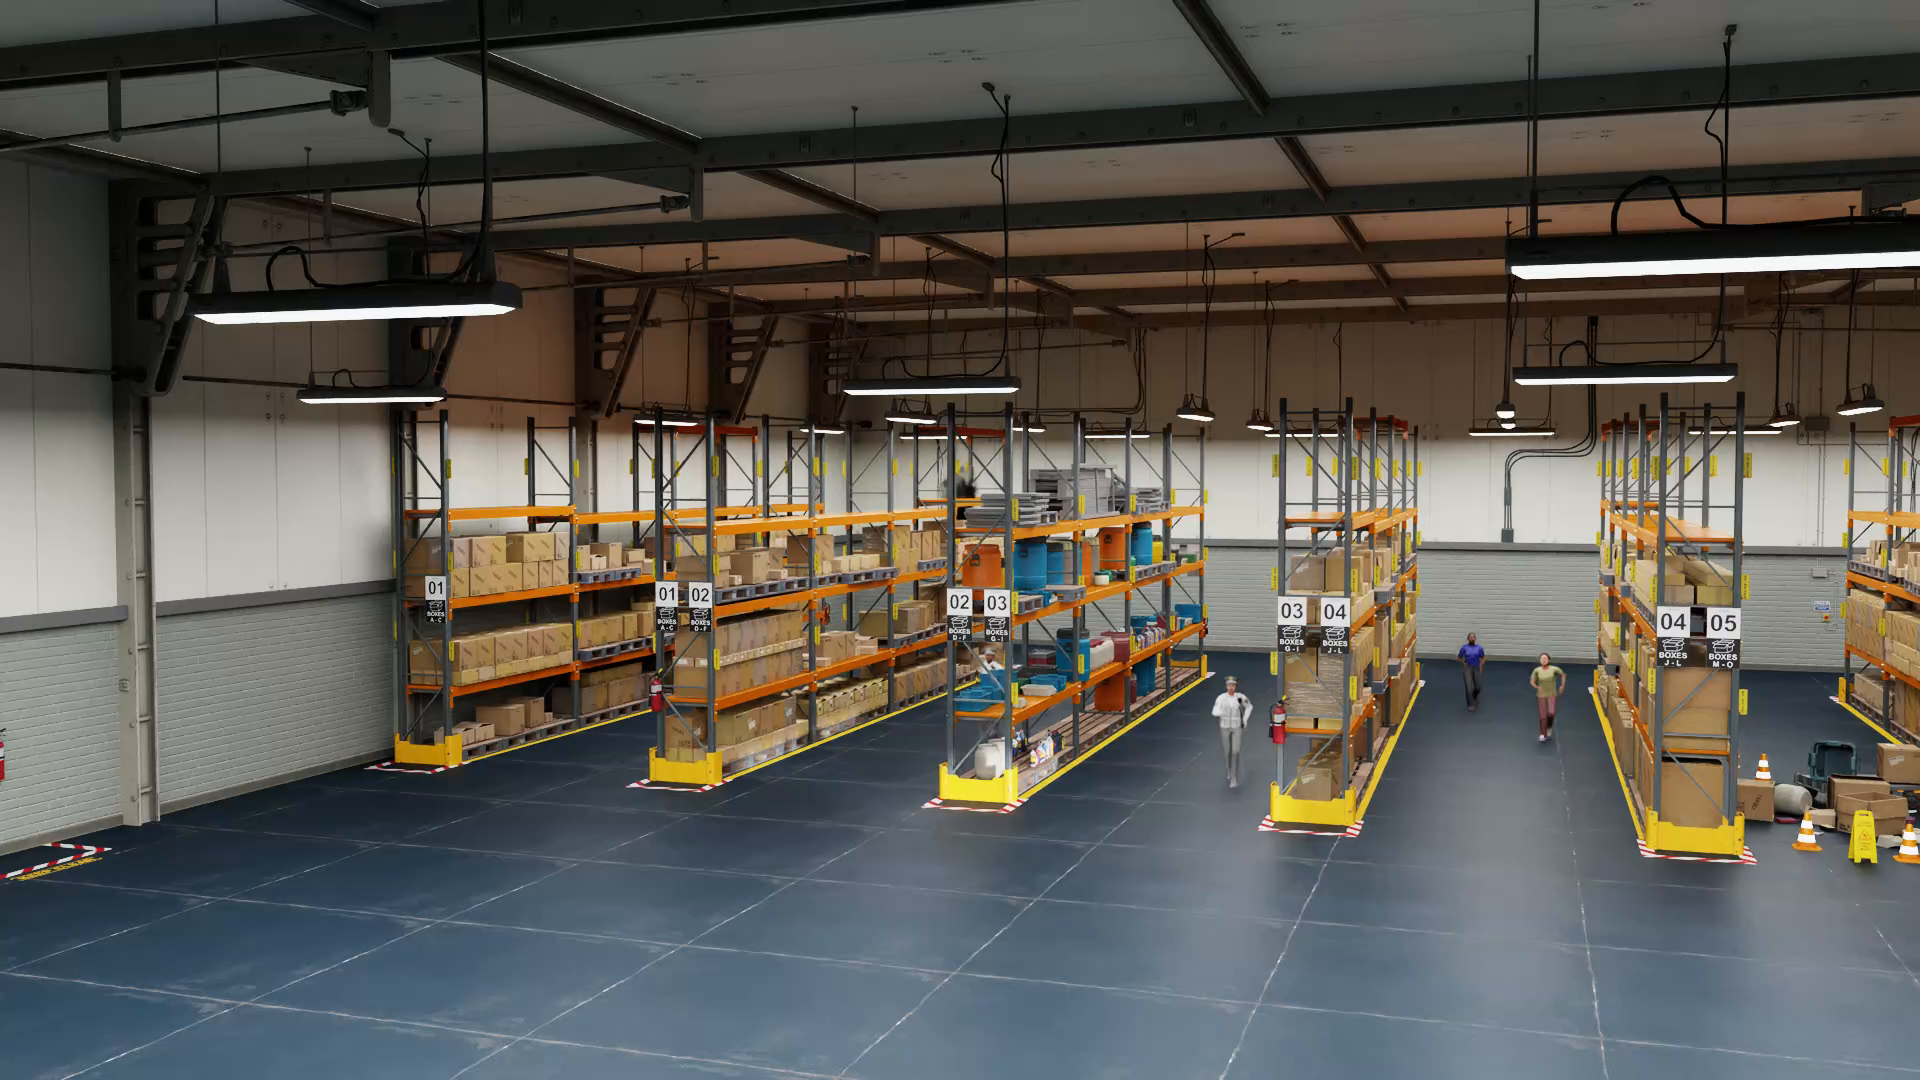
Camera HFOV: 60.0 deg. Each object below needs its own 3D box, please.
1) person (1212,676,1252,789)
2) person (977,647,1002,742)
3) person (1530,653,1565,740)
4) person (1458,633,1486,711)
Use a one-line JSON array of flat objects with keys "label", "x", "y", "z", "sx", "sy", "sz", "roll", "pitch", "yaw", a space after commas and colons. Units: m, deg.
[{"label": "person", "x": 4.301, "y": 3.010, "z": 26.332, "sx": 0.602, "sy": 1.733, "sz": 0.812, "roll": 1, "pitch": 3, "yaw": 16}, {"label": "person", "x": 0.544, "y": 2.848, "z": 30.736, "sx": 0.556, "sy": 1.758, "sz": 0.762, "roll": 1, "pitch": 3, "yaw": 15}, {"label": "person", "x": 10.748, "y": 2.878, "z": 30.438, "sx": 0.596, "sy": 1.615, "sz": 0.716, "roll": 1, "pitch": 3, "yaw": 24}, {"label": "person", "x": 10.576, "y": 2.722, "z": 34.343, "sx": 0.571, "sy": 1.608, "sz": 0.551, "roll": 0, "pitch": 2, "yaw": 11}]
